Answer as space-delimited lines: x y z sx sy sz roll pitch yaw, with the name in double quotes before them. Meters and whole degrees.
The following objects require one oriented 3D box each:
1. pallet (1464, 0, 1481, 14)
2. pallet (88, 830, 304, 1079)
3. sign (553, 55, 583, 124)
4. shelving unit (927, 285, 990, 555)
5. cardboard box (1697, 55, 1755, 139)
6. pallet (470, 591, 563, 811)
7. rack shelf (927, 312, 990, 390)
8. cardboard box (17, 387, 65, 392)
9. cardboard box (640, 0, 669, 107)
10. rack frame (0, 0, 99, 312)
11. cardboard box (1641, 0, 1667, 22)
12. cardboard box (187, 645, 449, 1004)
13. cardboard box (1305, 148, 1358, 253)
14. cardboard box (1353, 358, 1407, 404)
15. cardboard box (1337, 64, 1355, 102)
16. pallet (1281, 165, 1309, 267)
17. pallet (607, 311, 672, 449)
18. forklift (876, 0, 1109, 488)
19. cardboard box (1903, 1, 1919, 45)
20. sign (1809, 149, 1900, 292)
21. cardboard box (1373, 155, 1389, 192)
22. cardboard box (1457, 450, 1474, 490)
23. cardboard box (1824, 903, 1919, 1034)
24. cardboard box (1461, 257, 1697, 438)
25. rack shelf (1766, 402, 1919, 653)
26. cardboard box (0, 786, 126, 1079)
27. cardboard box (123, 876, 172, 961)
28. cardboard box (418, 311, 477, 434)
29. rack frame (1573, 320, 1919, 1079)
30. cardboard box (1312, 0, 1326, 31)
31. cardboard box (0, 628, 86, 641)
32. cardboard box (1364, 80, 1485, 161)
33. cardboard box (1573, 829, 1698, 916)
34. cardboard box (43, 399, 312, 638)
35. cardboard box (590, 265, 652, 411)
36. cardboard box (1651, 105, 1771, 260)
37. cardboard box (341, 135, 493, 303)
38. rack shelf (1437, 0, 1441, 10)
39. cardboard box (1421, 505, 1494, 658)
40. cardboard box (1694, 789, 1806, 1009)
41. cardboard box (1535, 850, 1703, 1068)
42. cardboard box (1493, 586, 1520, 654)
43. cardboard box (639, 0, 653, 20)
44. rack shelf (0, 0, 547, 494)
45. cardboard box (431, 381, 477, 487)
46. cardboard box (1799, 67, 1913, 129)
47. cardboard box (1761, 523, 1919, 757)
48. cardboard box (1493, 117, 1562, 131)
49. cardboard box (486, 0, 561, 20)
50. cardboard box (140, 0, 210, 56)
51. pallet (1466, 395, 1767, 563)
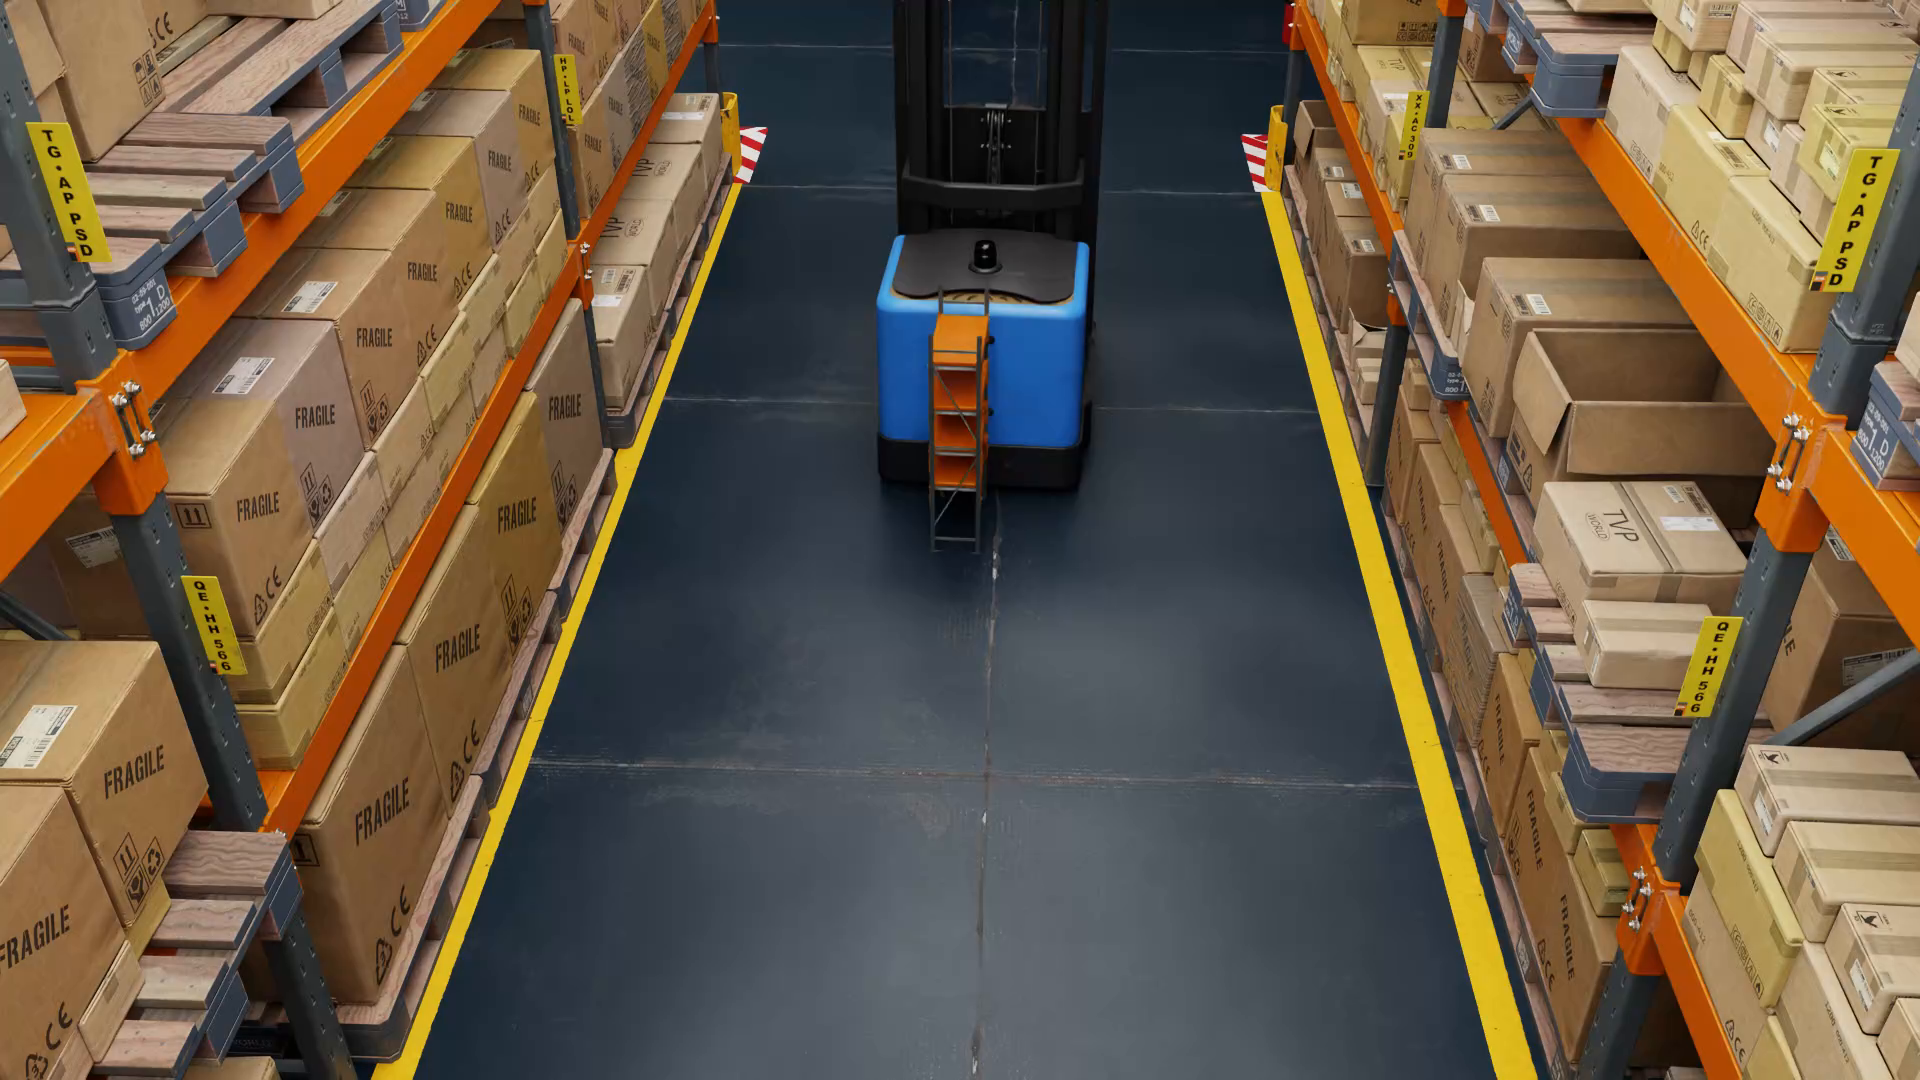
"pallet" 2.516 -2.301 6.470 1.213 0.211 1.003 1 35 2
"pallet" -2.430 1.152 4.168 1.213 0.211 1.003 1 35 2
"sign" -1.805 -2.071 7.649 0.100 0.325 0.005 1 35 2
"shelving unit" -0.003 -0.568 8.015 0.258 1.200 0.503 3 35 4
"cardboard box" 2.258 -1.206 4.533 0.380 0.149 0.250 1 35 2
"pallet" -2.349 0.653 7.138 1.003 0.211 1.213 1 35 2
"rack shelf" -0.003 -0.889 7.789 0.258 0.148 0.480 3 35 4
"cardboard box" -2.736 -0.386 5.234 0.500 0.500 0.500 2 35 3
"cardboard box" -1.996 -2.811 9.554 0.500 0.500 0.500 2 35 3
"rack frame" -2.508 -1.793 2.974 1.000 3.000 0.127 1 35 2
"cardboard box" 2.222 -1.626 4.871 0.380 0.149 0.250 1 35 2
"cardboard box" -2.397 0.964 5.752 0.875 0.875 0.875 1 35 1
"cardboard box" 2.580 -2.131 10.483 0.700 0.500 0.500 3 35 4
"cardboard box" 2.341 -0.856 8.973 0.380 0.149 0.250 0 35 0
"cardboard box" 2.394 -2.646 9.624 0.380 0.149 0.250 2 35 3
"pallet" 2.739 -2.179 11.167 1.003 0.211 1.213 1 35 2
"pallet" -2.239 -0.930 9.390 1.003 0.211 1.213 1 35 2
"forklift" 0.227 -2.293 8.963 1.130 2.935 3.031 3 35 4
"cardboard box" 2.753 -1.323 4.441 0.380 0.149 0.250 2 35 3
"sign" 1.910 -0.678 3.548 0.100 0.325 0.005 1 35 2
"cardboard box" 2.348 -1.910 8.577 0.380 0.149 0.250 2 35 3
"cardboard box" 2.402 -0.272 7.273 0.380 0.149 0.250 1 35 1
"cardboard box" 2.150 0.946 3.644 0.380 0.149 0.250 2 35 3
"cardboard box" 2.317 -0.715 6.207 0.700 0.500 0.500 1 35 2
"rack shelf" 2.371 0.991 2.249 1.077 0.370 4.000 1 35 2
"cardboard box" -2.259 0.892 3.661 0.500 0.500 0.500 1 35 1
"cardboard box" -2.225 0.942 4.154 0.380 0.149 0.250 2 35 3
"cardboard box" -2.153 -0.641 6.249 0.500 0.250 0.500 2 35 3
"rack frame" 2.452 0.774 4.539 1.000 3.000 0.127 1 35 2
"cardboard box" 2.465 -3.338 10.263 0.500 0.250 0.500 2 35 2
"cardboard box" -2.743 0.235 5.003 0.500 0.250 0.500 1 35 2
"cardboard box" 2.394 -2.170 8.601 0.500 0.250 0.500 1 35 2
"cardboard box" 2.218 1.070 5.363 0.380 0.149 0.250 0 35 0
"cardboard box" -2.244 -0.066 4.778 0.500 0.500 0.500 0 35 0
"cardboard box" -2.215 -1.118 9.095 0.875 0.438 0.875 1 35 1
"cardboard box" 2.249 -0.981 4.558 0.500 0.250 0.500 1 35 2
"cardboard box" -2.168 -1.235 6.443 0.500 0.500 0.500 2 35 3
"rack shelf" 2.693 -3.606 8.789 1.077 0.370 4.000 1 35 2
"cardboard box" 2.332 0.193 7.176 0.500 0.500 0.500 0 35 0
"cardboard box" 2.165 0.880 4.085 0.500 0.250 0.500 1 35 2
"cardboard box" 2.254 1.377 5.490 0.500 0.500 0.500 2 35 3
"cardboard box" 2.300 0.309 6.446 0.380 0.149 0.250 0 35 0
"cardboard box" -2.005 -3.228 9.278 0.500 0.500 0.500 1 35 2
"rack shelf" -2.428 -1.420 5.679 1.077 0.370 4.000 1 35 2
"cardboard box" -2.191 -0.432 6.387 0.500 0.250 0.500 1 35 2
"cardboard box" 2.286 -1.029 4.022 0.380 0.149 0.250 0 35 0
"cardboard box" 2.628 0.270 4.805 0.500 0.500 0.500 3 35 4
"cardboard box" 2.902 -1.862 8.163 0.500 0.250 0.500 1 35 1
"cardboard box" -2.076 -2.527 7.716 0.380 0.149 0.250 1 35 1
"cardboard box" -2.727 -1.797 5.138 0.500 0.500 0.500 2 35 2
"pallet" 2.525 -0.264 6.185 1.003 0.211 1.213 1 35 2
